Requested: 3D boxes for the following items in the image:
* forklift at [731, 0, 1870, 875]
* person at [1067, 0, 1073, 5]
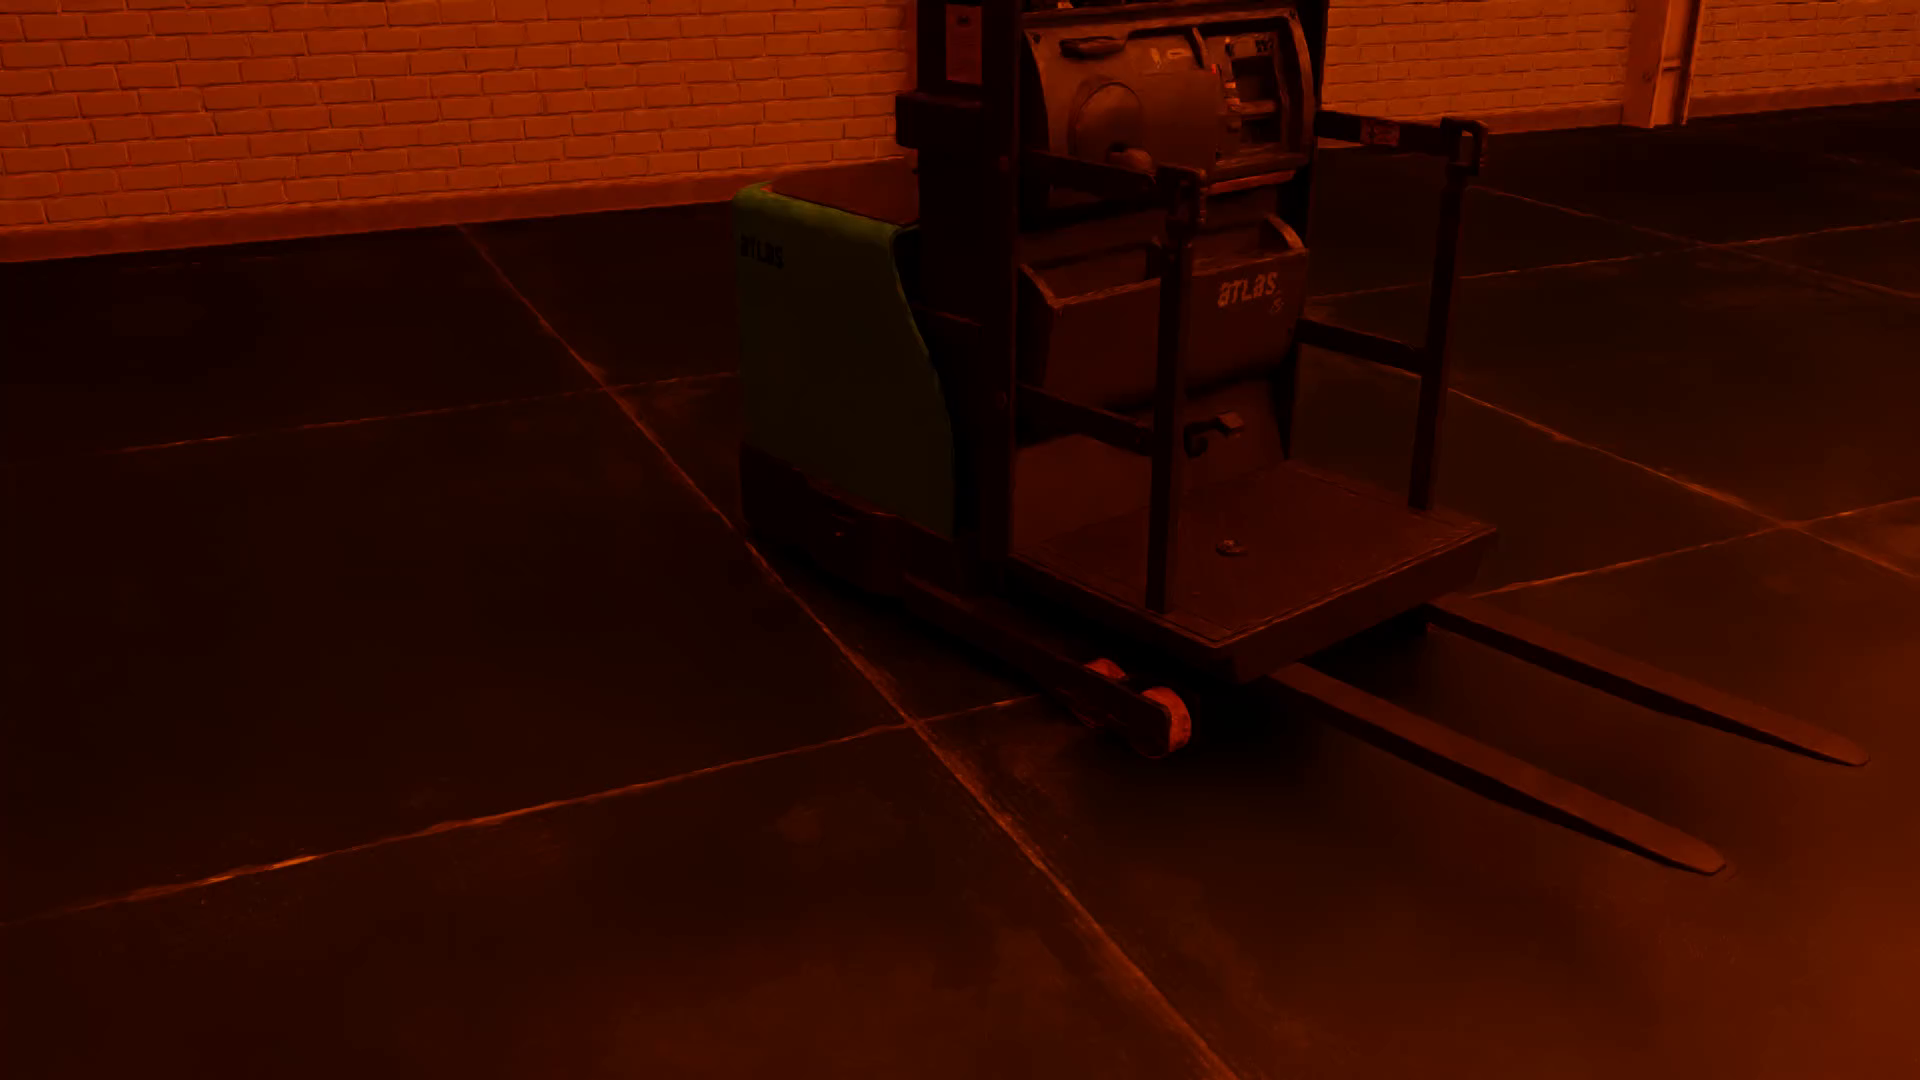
[{"bbox_3d":[0.661,-1.062,3.843,1.130,2.935,3.031,-18,28,-36],"label":"forklift"},{"bbox_3d":[0.488,-0.873,4.819,0.880,1.726,0.737,-13,26,-29],"label":"person"}]
